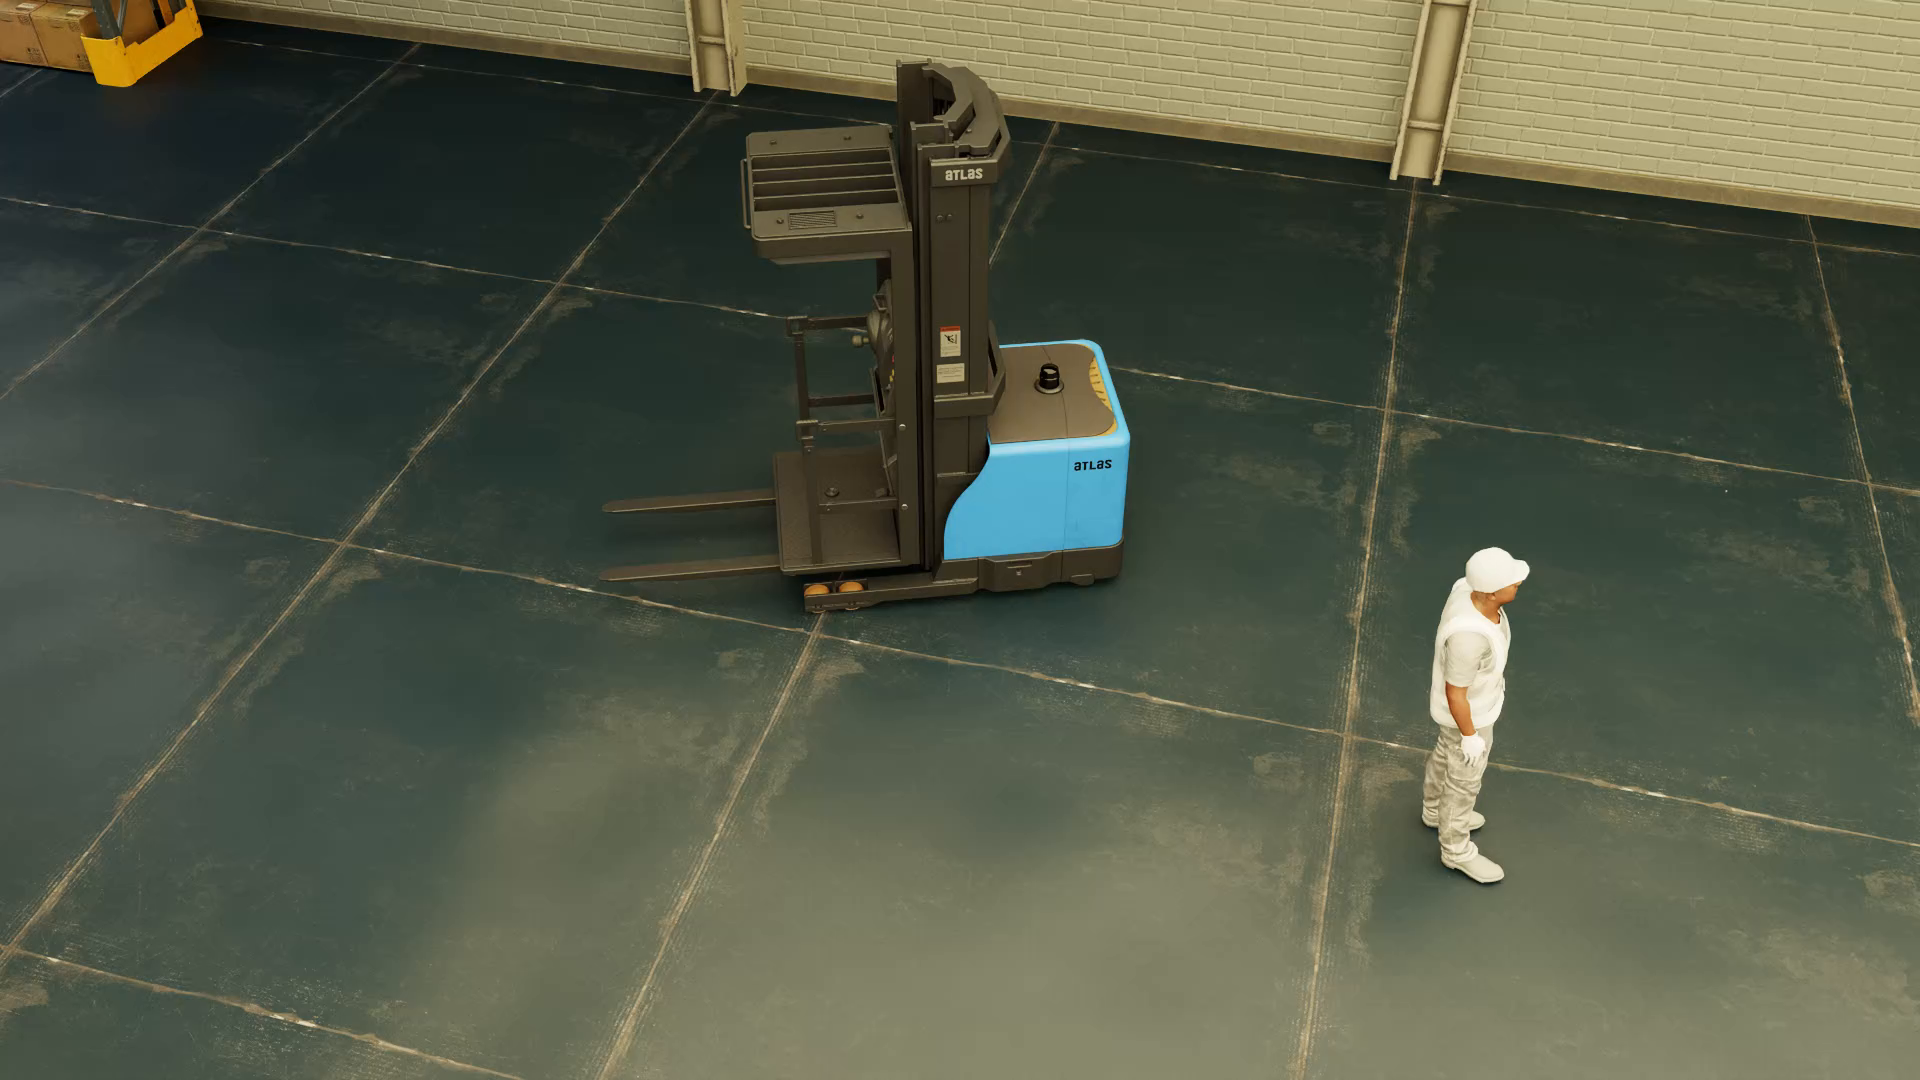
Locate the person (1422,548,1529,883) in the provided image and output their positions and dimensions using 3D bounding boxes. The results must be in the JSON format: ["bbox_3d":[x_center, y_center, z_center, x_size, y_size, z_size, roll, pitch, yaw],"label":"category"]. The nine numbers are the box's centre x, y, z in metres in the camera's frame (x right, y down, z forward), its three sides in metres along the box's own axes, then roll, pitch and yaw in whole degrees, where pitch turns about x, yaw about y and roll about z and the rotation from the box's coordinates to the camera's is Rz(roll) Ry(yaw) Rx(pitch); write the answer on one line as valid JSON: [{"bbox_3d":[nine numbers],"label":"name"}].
[{"bbox_3d":[2.466,0.779,7.832,0.577,1.782,0.656,12,43,13],"label":"person"}]

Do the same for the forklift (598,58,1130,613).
[{"bbox_3d":[-0.604,-1.052,9.062,3.031,2.935,1.130,-5,41,-5],"label":"forklift"}]
